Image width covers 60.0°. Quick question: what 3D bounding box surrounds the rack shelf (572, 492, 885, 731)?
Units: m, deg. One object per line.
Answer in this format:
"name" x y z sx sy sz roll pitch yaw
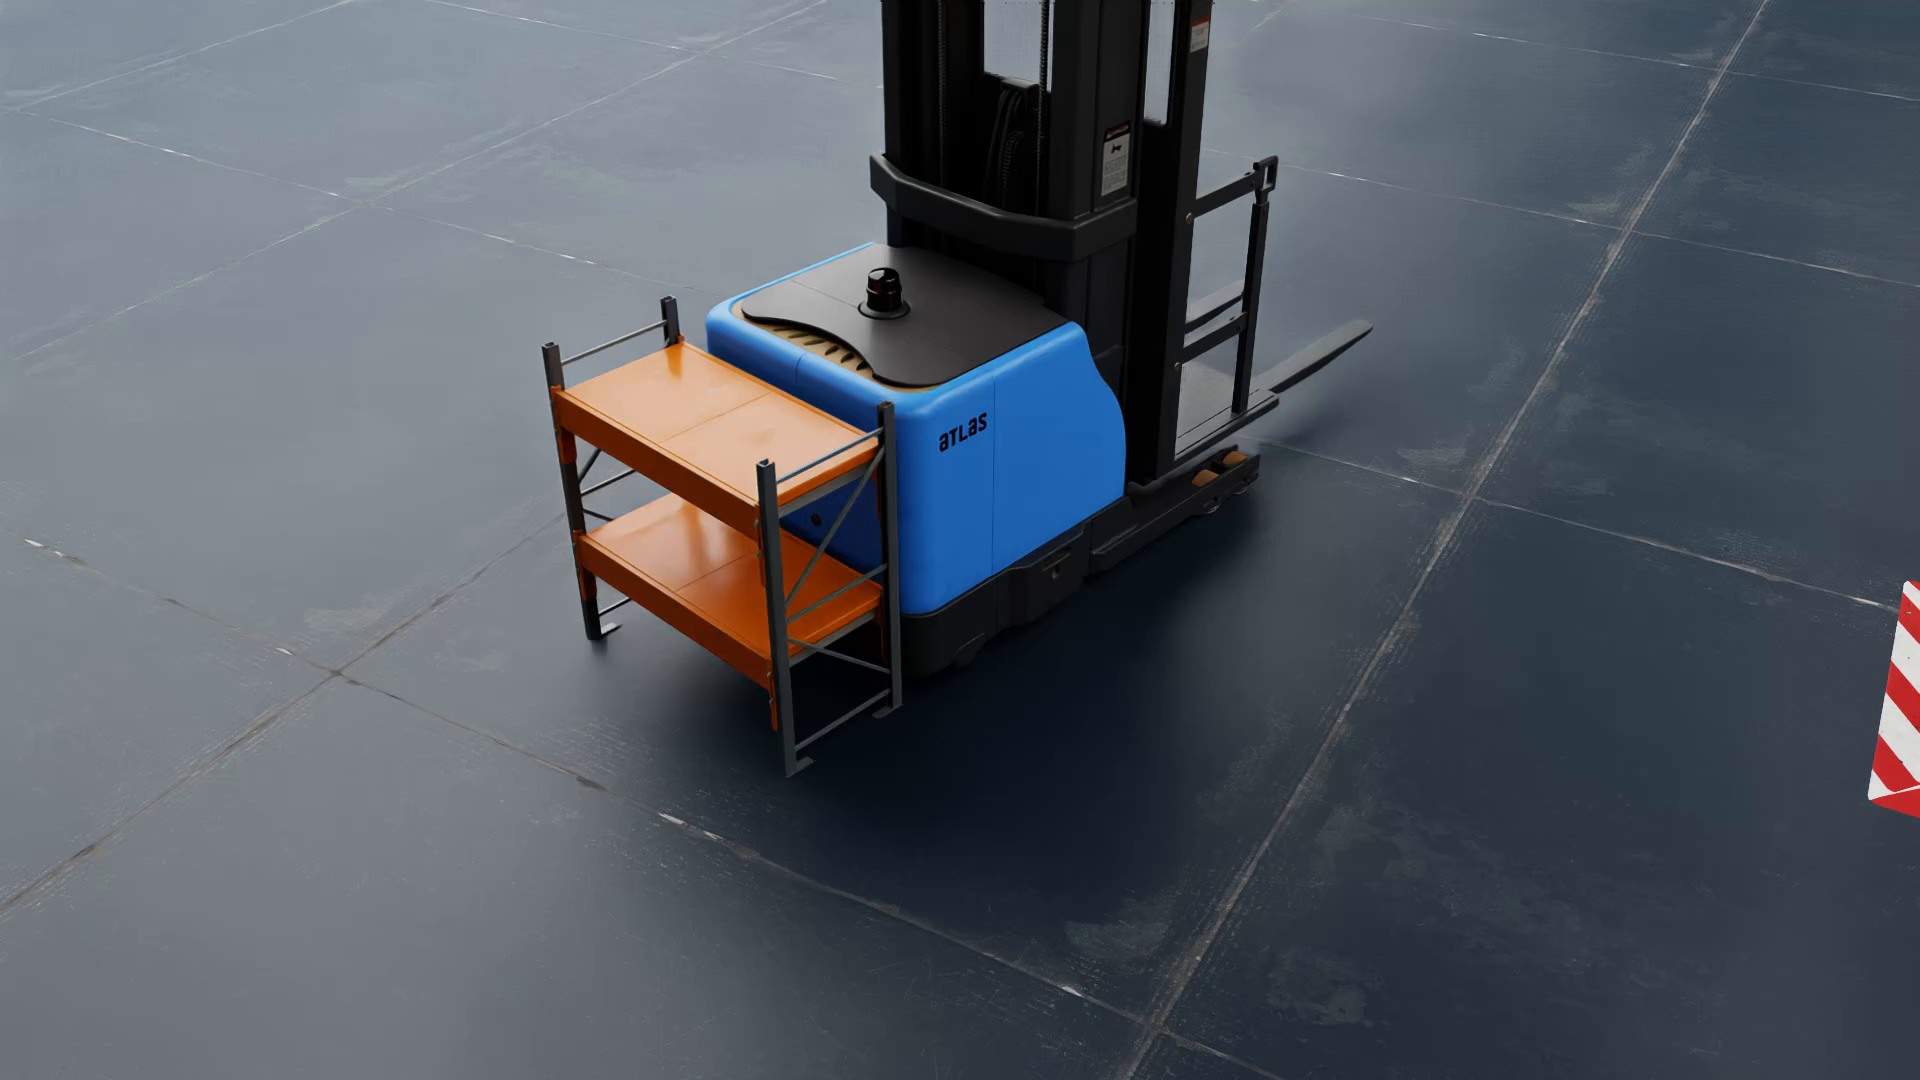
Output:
"rack shelf" -0.740 0.173 5.416 1.000 0.278 0.538 28 43 35

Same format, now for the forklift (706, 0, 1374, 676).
"forklift" 0.526 -1.497 5.853 1.130 2.935 3.031 28 43 35

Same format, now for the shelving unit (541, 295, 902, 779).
"shelving unit" -0.740 -0.030 5.280 1.048 1.125 0.538 28 43 35

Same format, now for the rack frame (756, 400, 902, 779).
"rack frame" -0.373 0.165 4.987 0.032 1.125 0.500 28 43 35

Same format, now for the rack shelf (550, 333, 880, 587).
"rack shelf" -0.740 -0.274 5.118 1.000 0.278 0.538 28 43 35

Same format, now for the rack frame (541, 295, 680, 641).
"rack frame" -1.106 -0.225 5.573 0.032 1.125 0.500 28 43 35
